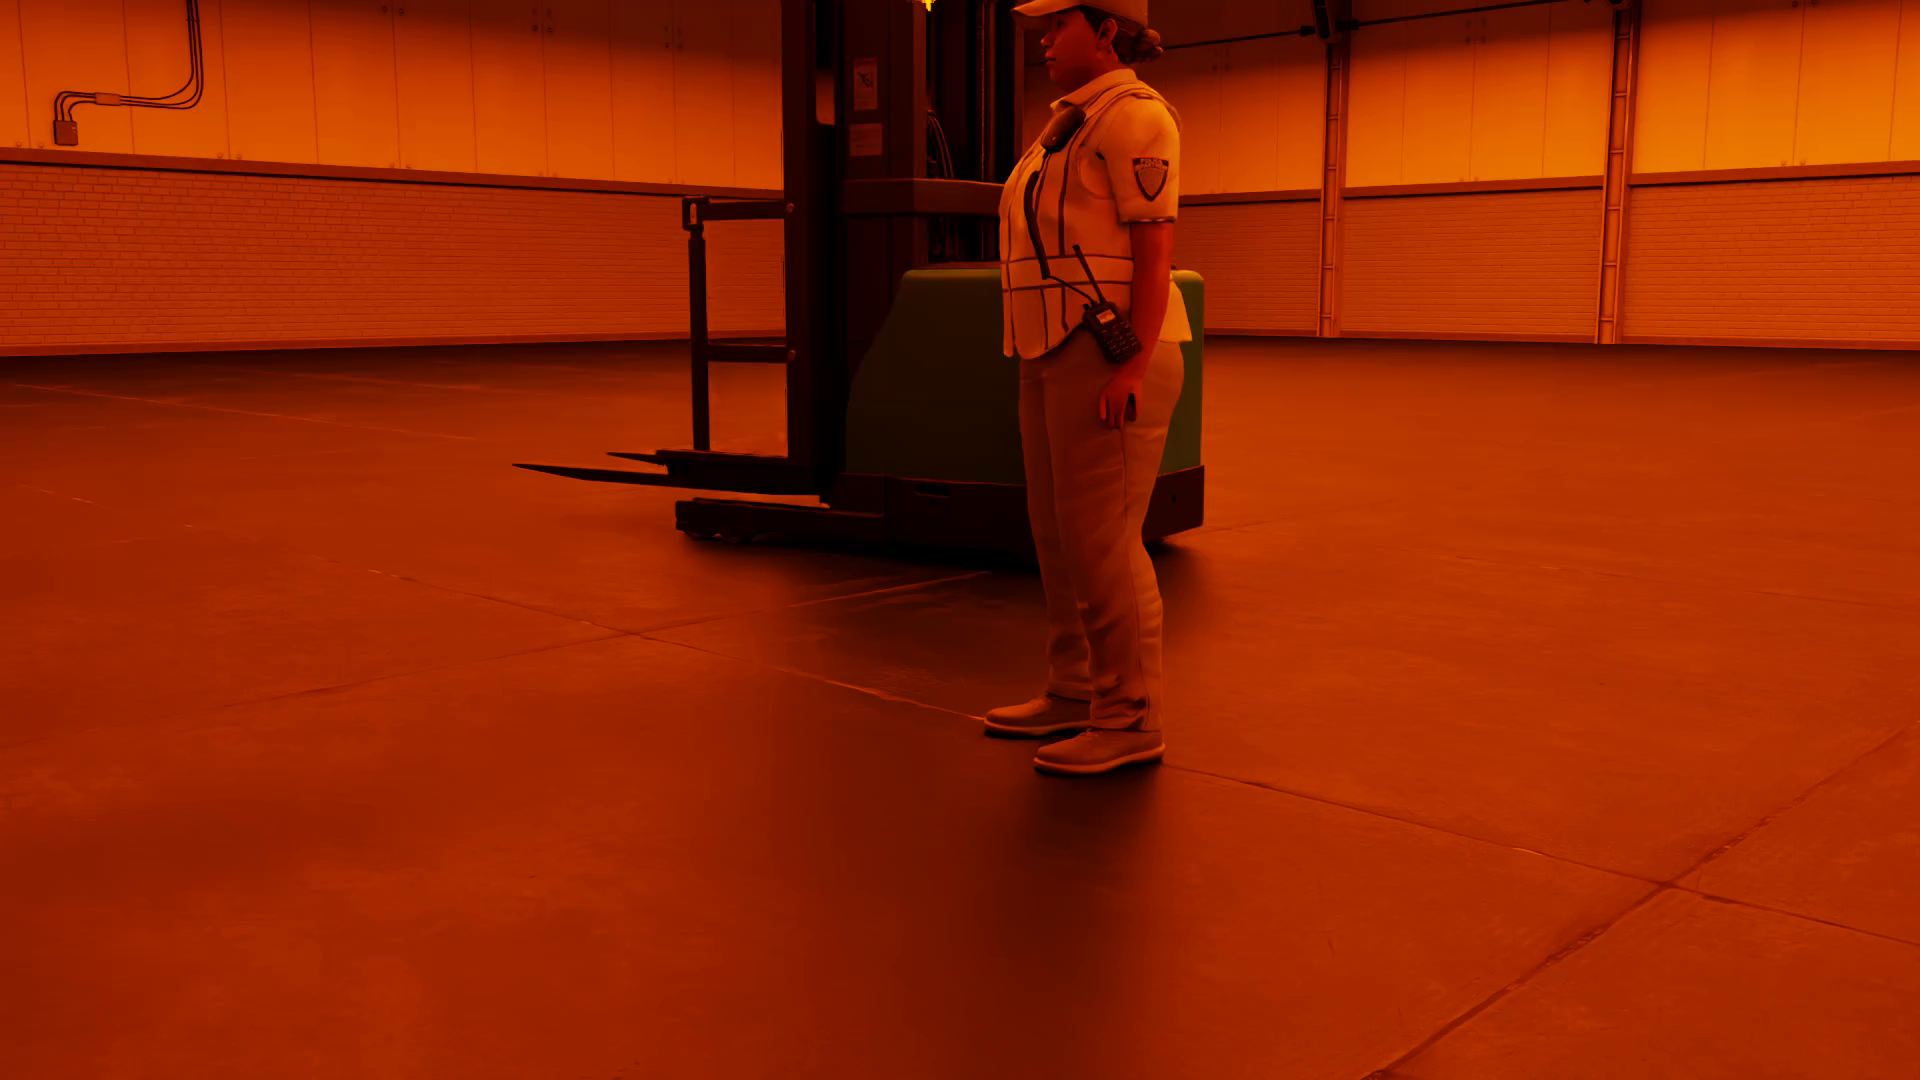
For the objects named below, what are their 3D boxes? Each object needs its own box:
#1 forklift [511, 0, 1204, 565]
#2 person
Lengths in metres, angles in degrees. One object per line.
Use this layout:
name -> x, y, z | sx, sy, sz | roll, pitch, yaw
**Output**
forklift -> -0.558, -1.497, 6.814 | 3.031, 2.935, 1.130 | 5, 10, 31
person -> 0.273, -0.361, 3.541 | 0.388, 1.668, 0.479 | -2, 9, -15
